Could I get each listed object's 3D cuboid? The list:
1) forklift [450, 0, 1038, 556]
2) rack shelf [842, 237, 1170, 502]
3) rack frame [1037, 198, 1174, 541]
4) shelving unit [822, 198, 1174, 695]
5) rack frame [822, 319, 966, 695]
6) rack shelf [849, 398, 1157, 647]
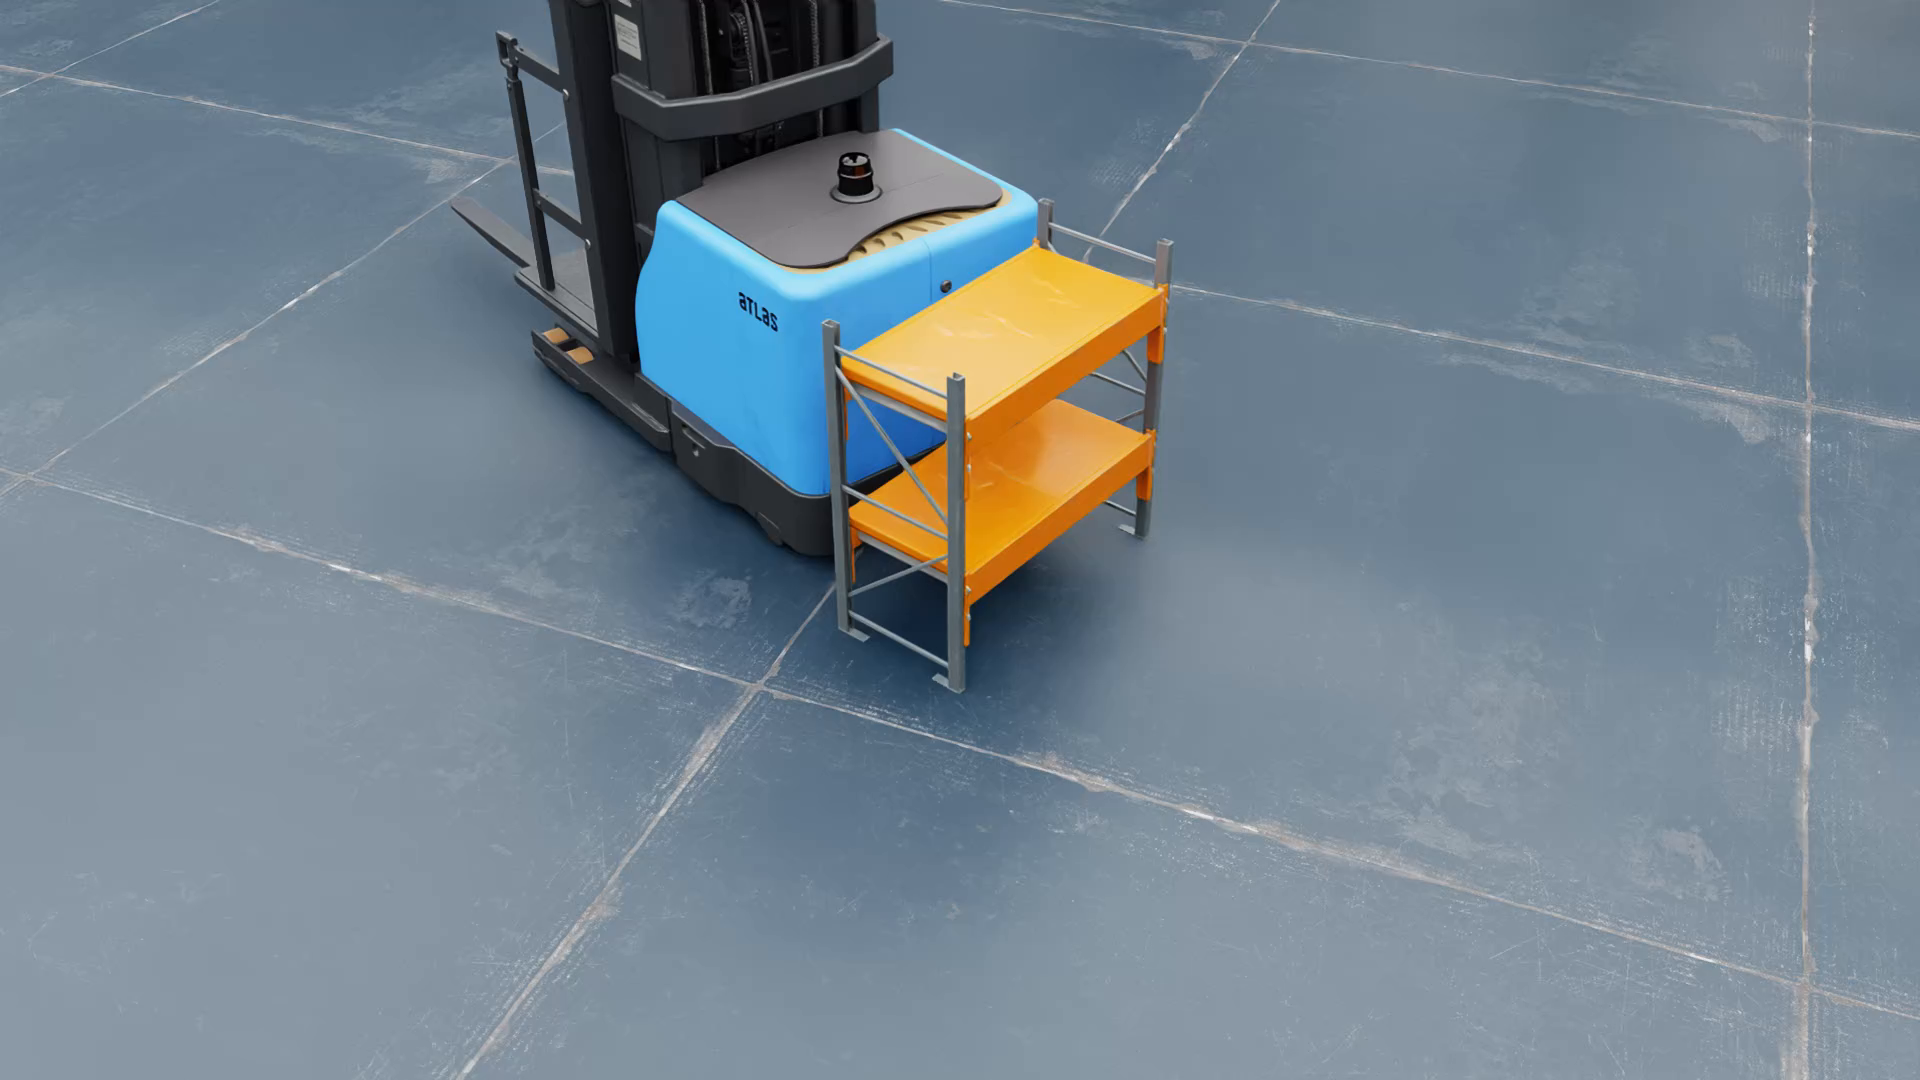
[{"bbox_3d":[-1.050,-1.934,5.889,1.130,2.935,3.031,-26,44,-31],"label":"forklift"},{"bbox_3d":[0.132,-0.546,5.052,0.538,0.278,1.000,26,44,30],"label":"rack shelf"},{"bbox_3d":[0.453,-0.548,5.544,0.500,1.125,0.032,26,44,30],"label":"rack frame"},{"bbox_3d":[0.132,-0.312,5.228,0.538,1.125,1.048,26,44,30],"label":"shelving unit"},{"bbox_3d":[-0.188,-0.075,4.911,0.500,1.125,0.032,26,44,30],"label":"rack frame"},{"bbox_3d":[0.132,-0.116,5.374,0.538,0.278,1.000,26,44,30],"label":"rack shelf"}]
